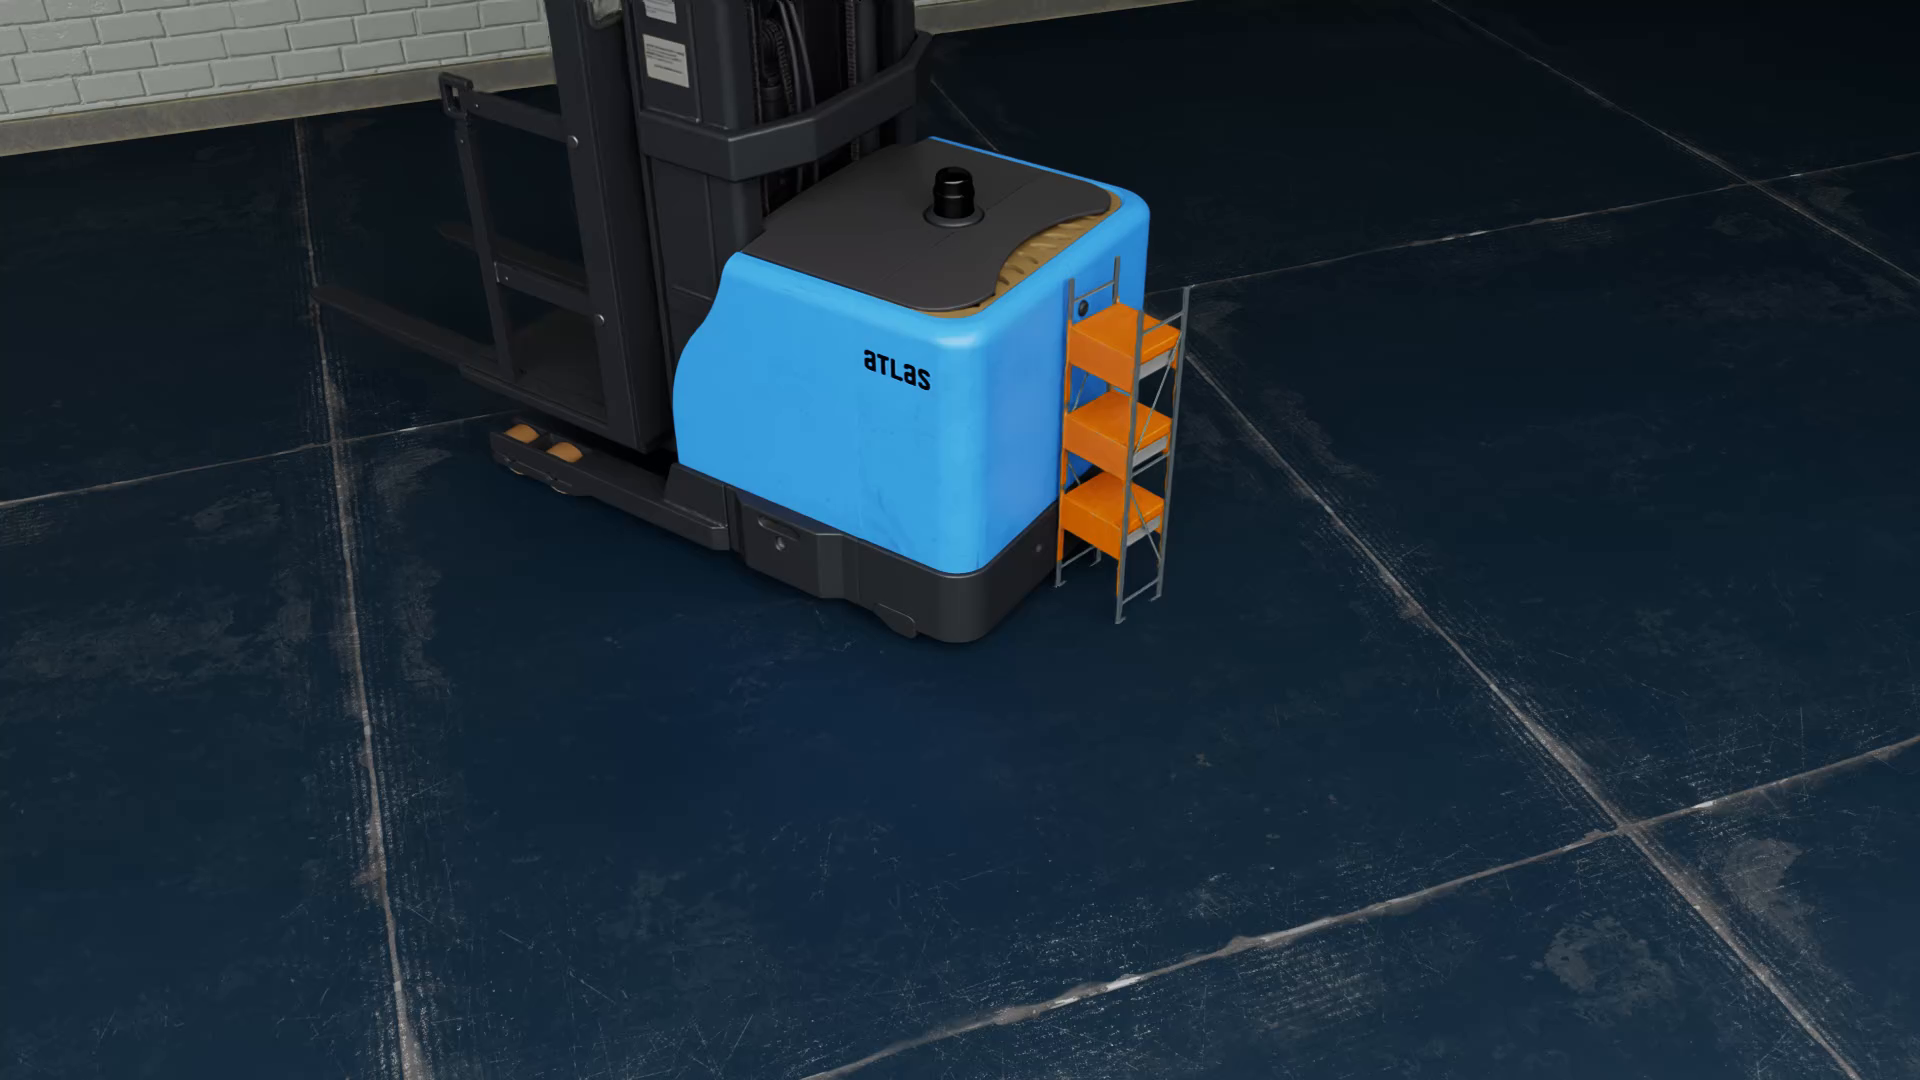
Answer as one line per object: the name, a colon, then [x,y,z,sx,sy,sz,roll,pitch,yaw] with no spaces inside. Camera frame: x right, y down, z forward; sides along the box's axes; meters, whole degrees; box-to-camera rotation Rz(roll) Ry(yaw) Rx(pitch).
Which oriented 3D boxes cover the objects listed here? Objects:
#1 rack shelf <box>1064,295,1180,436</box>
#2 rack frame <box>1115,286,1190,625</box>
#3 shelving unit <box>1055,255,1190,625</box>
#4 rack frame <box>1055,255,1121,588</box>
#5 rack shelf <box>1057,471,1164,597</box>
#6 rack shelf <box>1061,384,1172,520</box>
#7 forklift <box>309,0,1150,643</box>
rack shelf: [0.448,-0.481,4.561,0.215,0.259,0.240,-30,46,-34]
rack frame: [0.533,-0.210,4.656,0.200,1.050,0.008,-30,46,-34]
shelving unit: [0.448,-0.262,4.726,0.215,1.050,0.252,-30,46,-34]
rack frame: [0.364,-0.315,4.796,0.200,1.050,0.008,-30,46,-34]
rack shelf: [0.448,-0.032,4.899,0.215,0.259,0.240,-30,46,-34]
rack shelf: [0.448,-0.254,4.732,0.215,0.259,0.240,-30,46,-34]
forklift: [-0.944,-1.563,4.889,3.031,2.935,1.130,22,42,26]
